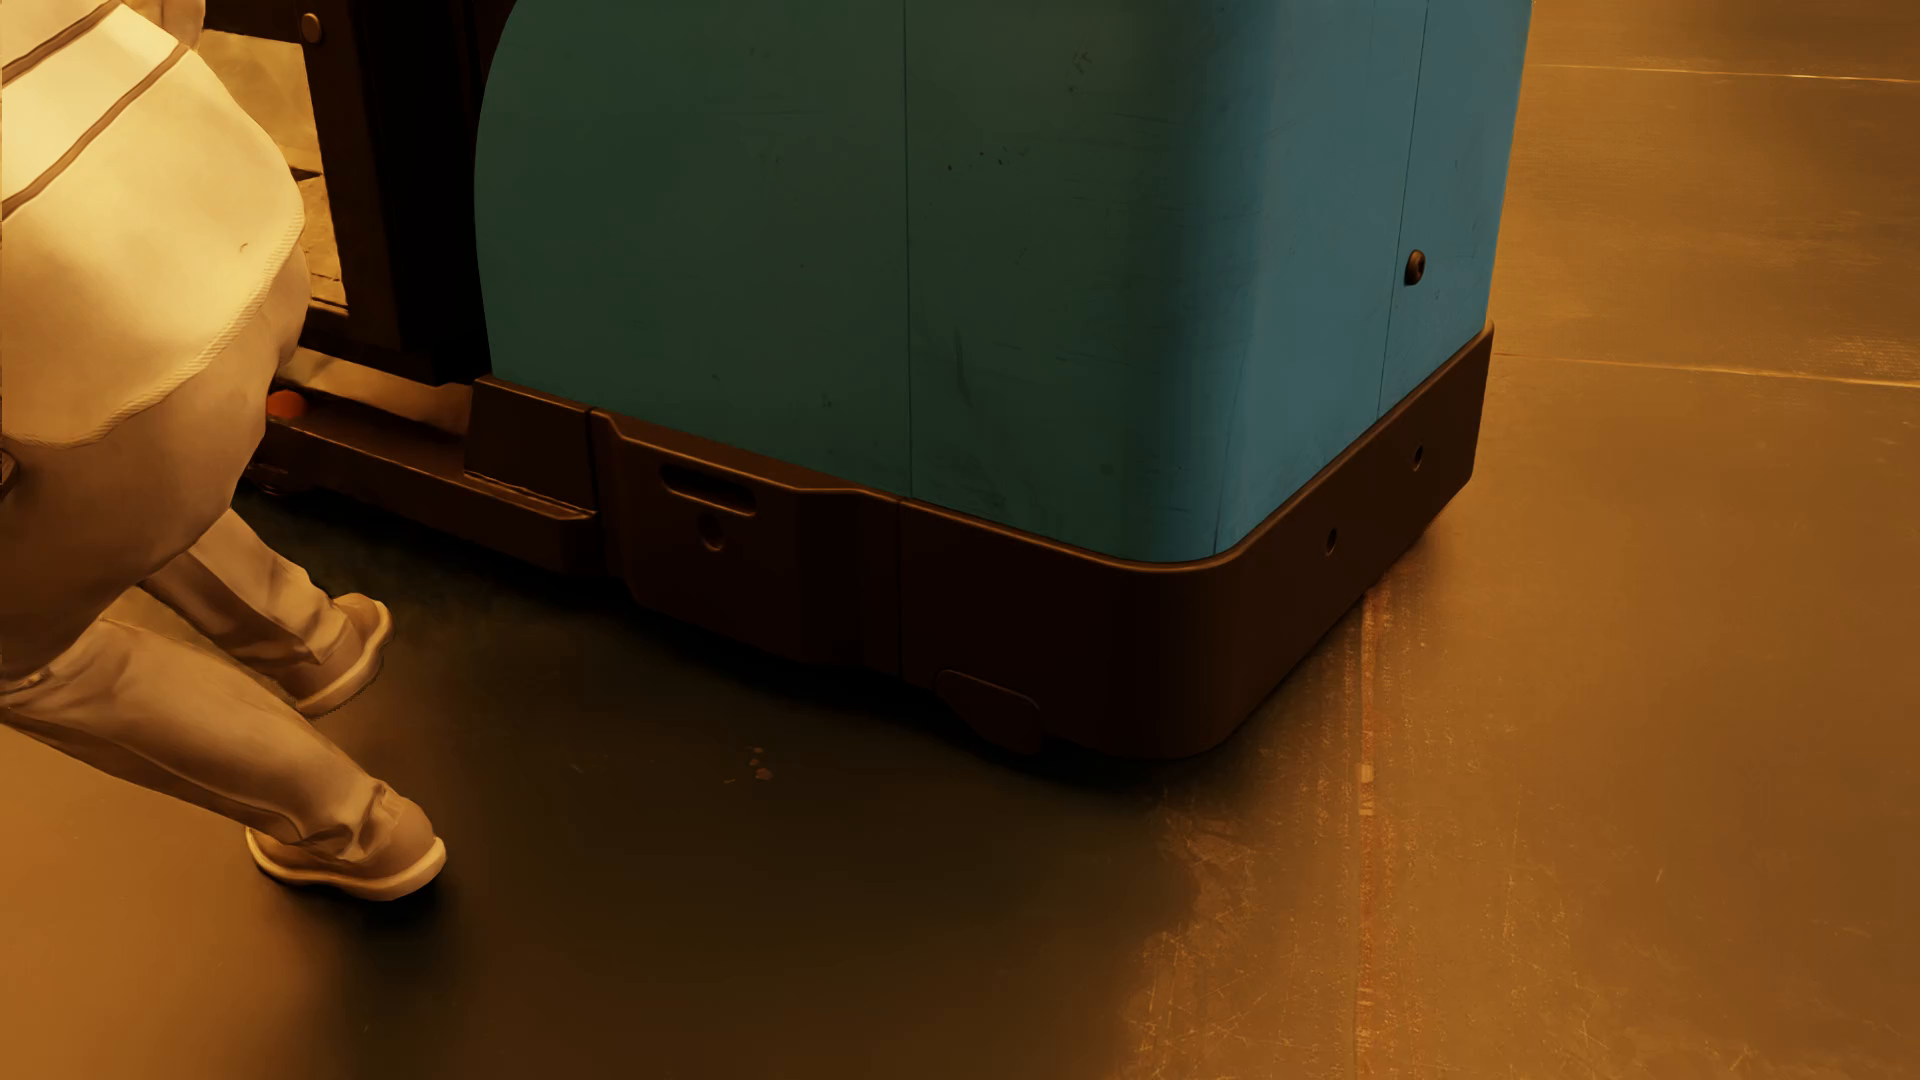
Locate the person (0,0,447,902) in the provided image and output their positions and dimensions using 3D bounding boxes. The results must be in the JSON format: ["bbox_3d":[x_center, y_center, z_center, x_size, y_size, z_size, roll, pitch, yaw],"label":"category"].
[{"bbox_3d":[-0.888,-0.213,1.343,0.858,1.428,0.991,4,27,7],"label":"person"}]

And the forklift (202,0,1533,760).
[{"bbox_3d":[-0.723,-1.555,2.327,3.031,2.935,1.130,17,31,30],"label":"forklift"}]
